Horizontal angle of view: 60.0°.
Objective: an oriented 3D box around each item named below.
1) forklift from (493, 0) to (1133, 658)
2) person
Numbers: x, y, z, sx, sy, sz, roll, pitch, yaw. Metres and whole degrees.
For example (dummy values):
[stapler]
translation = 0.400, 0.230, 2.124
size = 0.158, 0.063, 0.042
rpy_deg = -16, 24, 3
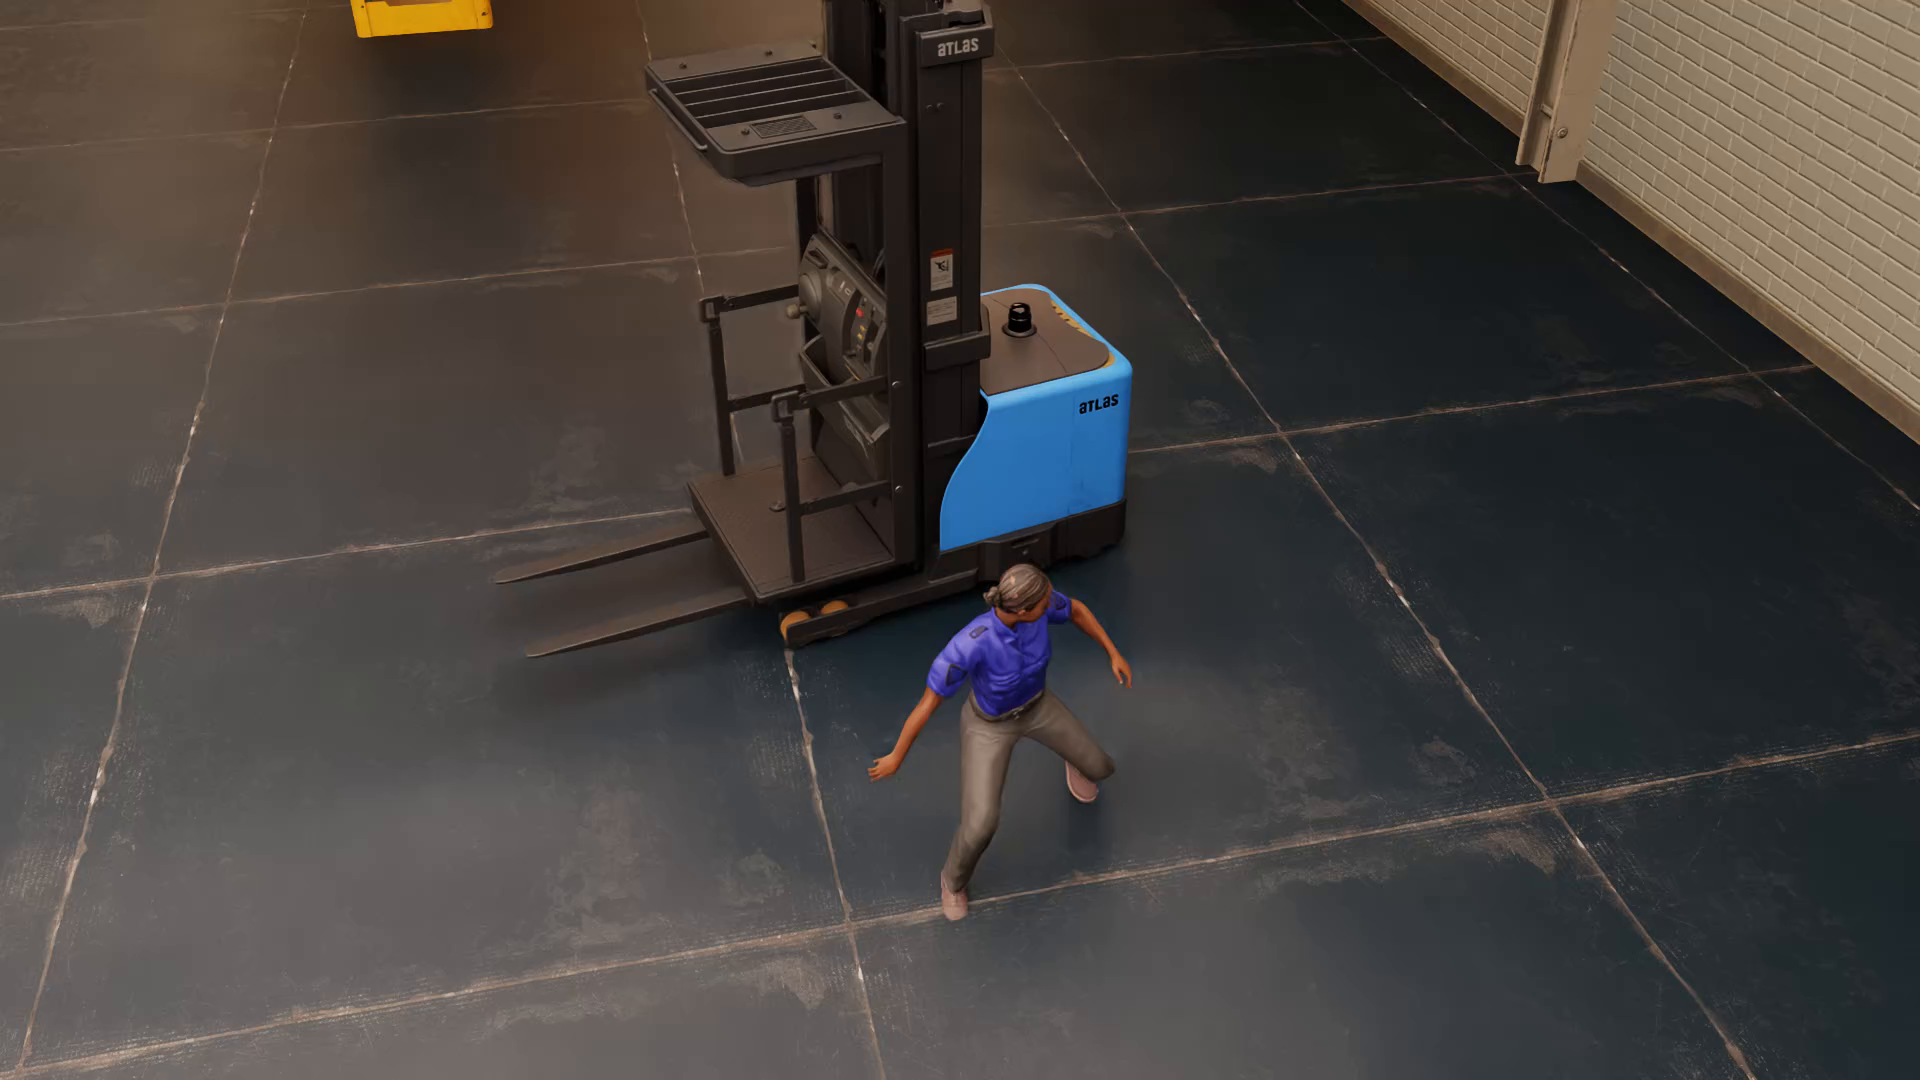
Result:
[forklift]
translation = -0.720, -1.038, 7.493
size = 3.031, 2.935, 1.130
rpy_deg = -15, 39, -20
[person]
translation = 0.165, 0.711, 6.343
size = 1.079, 1.555, 0.480
rpy_deg = -21, 41, -27
